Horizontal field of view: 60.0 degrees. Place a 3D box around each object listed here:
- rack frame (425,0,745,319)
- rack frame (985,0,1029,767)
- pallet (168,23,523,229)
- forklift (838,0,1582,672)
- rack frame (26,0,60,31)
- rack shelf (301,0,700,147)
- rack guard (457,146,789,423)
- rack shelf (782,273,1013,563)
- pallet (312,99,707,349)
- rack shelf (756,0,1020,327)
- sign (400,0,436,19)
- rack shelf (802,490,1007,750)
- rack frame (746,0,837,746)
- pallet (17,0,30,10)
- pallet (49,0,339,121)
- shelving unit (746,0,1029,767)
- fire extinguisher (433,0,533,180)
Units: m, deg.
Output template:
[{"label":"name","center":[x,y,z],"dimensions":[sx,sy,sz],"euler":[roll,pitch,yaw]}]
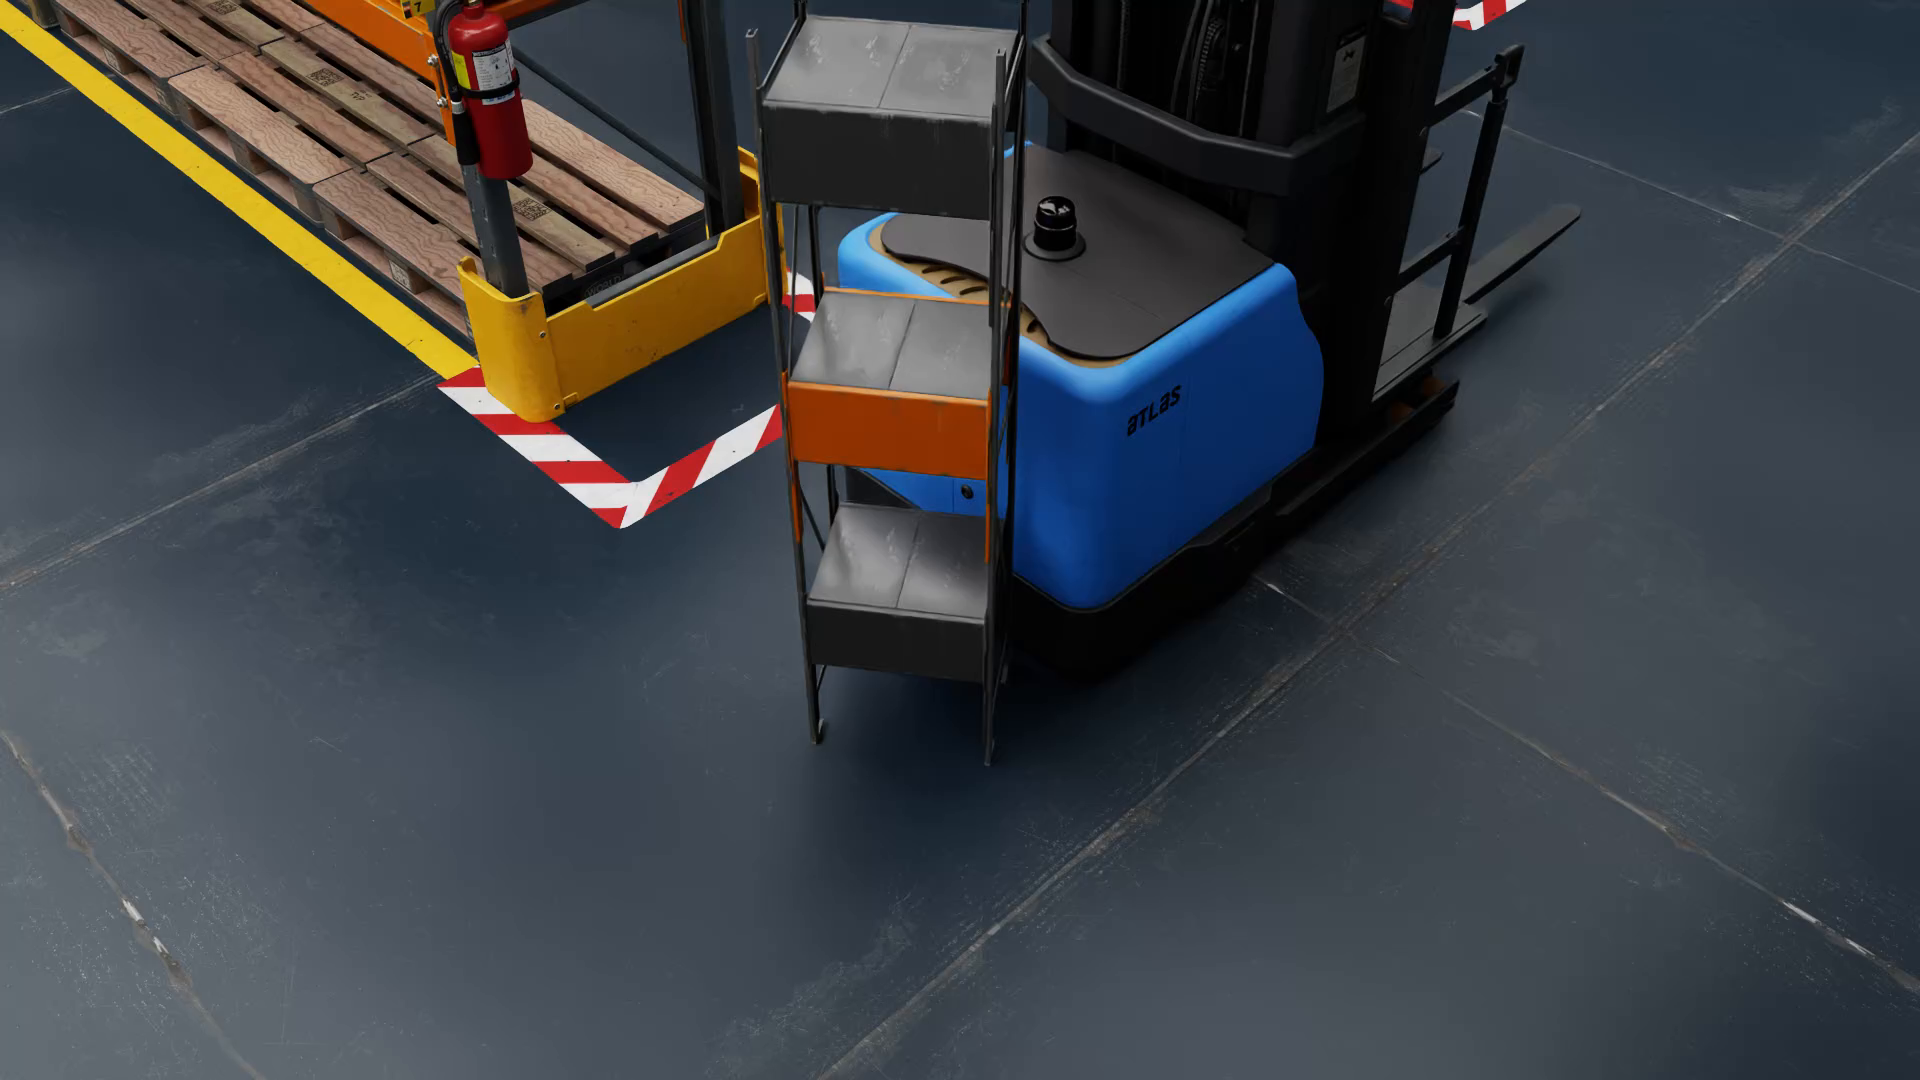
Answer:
[{"label":"rack frame","center":[-1.181,-1.850,5.042],"dimensions":[1.000,3.000,0.127],"euler":[-34,53,-31]},{"label":"rack frame","center":[0.107,-0.280,4.006],"dimensions":[0.015,2.100,0.400],"euler":[6,43,7]},{"label":"pallet","center":[-2.593,-1.827,7.071],"dimensions":[1.003,0.211,1.213],"euler":[-34,53,-31]},{"label":"forklift","center":[1.044,-1.596,4.818],"dimensions":[1.130,2.935,3.031],"euler":[34,53,31]},{"label":"rack frame","center":[-4.005,-3.772,7.122],"dimensions":[1.000,3.000,0.127],"euler":[-34,53,-31]},{"label":"rack shelf","center":[-2.593,-2.547,6.326],"dimensions":[1.077,0.370,4.000],"euler":[-34,53,-31]},{"label":"rack guard","center":[-1.155,-0.927,5.884],"dimensions":[1.175,0.500,0.348],"euler":[-34,53,-31]},{"label":"rack shelf","center":[-0.134,-0.297,4.044],"dimensions":[0.480,0.518,0.431],"euler":[6,43,7]},{"label":"pallet","center":[-1.736,-1.241,6.437],"dimensions":[1.003,0.211,1.213],"euler":[-34,53,-31]},{"label":"rack shelf","center":[-0.134,-0.811,3.569],"dimensions":[0.480,0.518,0.431],"euler":[6,43,7]},{"label":"sign","center":[-1.559,-1.638,4.693],"dimensions":[0.100,0.325,0.005],"euler":[-34,53,-31]},{"label":"rack shelf","center":[-0.134,0.217,4.519],"dimensions":[0.480,0.518,0.431],"euler":[6,43,7]},{"label":"rack frame","center":[-0.375,-0.333,4.063],"dimensions":[0.015,2.100,0.400],"euler":[6,43,7]},{"label":"pallet","center":[-4.521,-3.139,8.491],"dimensions":[1.003,0.211,1.213],"euler":[-34,53,-31]},{"label":"pallet","center":[-3.459,-2.413,7.706],"dimensions":[1.003,0.211,1.213],"euler":[-34,53,-31]},{"label":"shelving unit","center":[-0.134,-0.307,4.035],"dimensions":[0.503,2.100,0.431],"euler":[6,43,7]},{"label":"fire extinguisher","center":[-1.396,-1.394,4.880],"dimensions":[0.296,0.674,0.183],"euler":[-34,53,-31]}]
